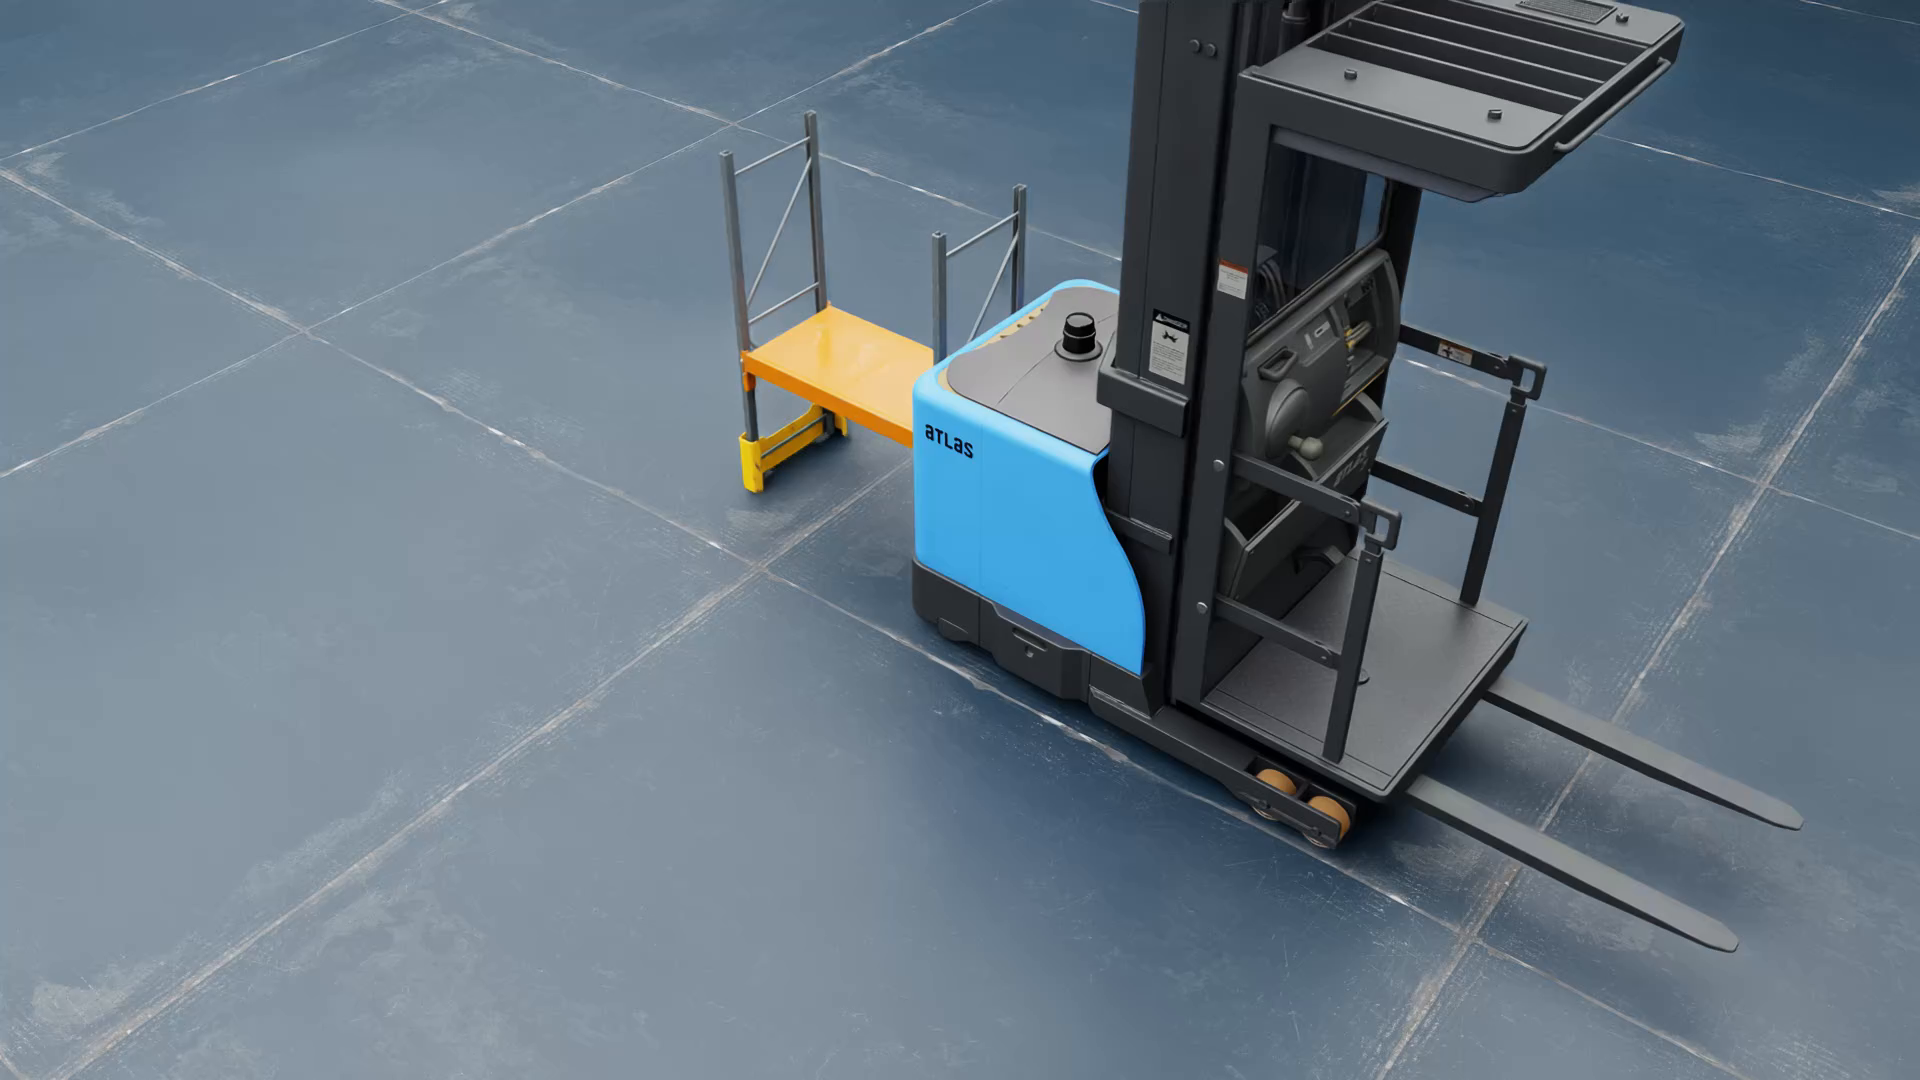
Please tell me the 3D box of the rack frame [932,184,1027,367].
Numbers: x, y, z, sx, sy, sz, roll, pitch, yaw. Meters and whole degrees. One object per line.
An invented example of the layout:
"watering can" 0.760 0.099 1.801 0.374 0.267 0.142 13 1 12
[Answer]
"rack frame" 0.072 -0.558 6.246 0.032 1.500 0.500 26 45 30

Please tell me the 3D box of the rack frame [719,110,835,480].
"rack frame" -0.722 -0.950 6.746 0.032 1.500 0.500 26 45 30

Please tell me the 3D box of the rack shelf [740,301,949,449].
"rack shelf" -0.325 -0.612 6.607 1.000 0.185 0.538 26 45 30

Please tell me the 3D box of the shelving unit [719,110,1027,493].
"shelving unit" -0.318 -0.750 6.492 1.083 1.500 0.587 26 45 30

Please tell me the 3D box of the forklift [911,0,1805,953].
"forklift" 1.285 -0.519 5.035 3.031 2.935 1.130 26 45 30

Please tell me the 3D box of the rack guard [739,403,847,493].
"rack guard" -0.706 -0.450 7.122 0.087 0.250 0.587 26 45 30
